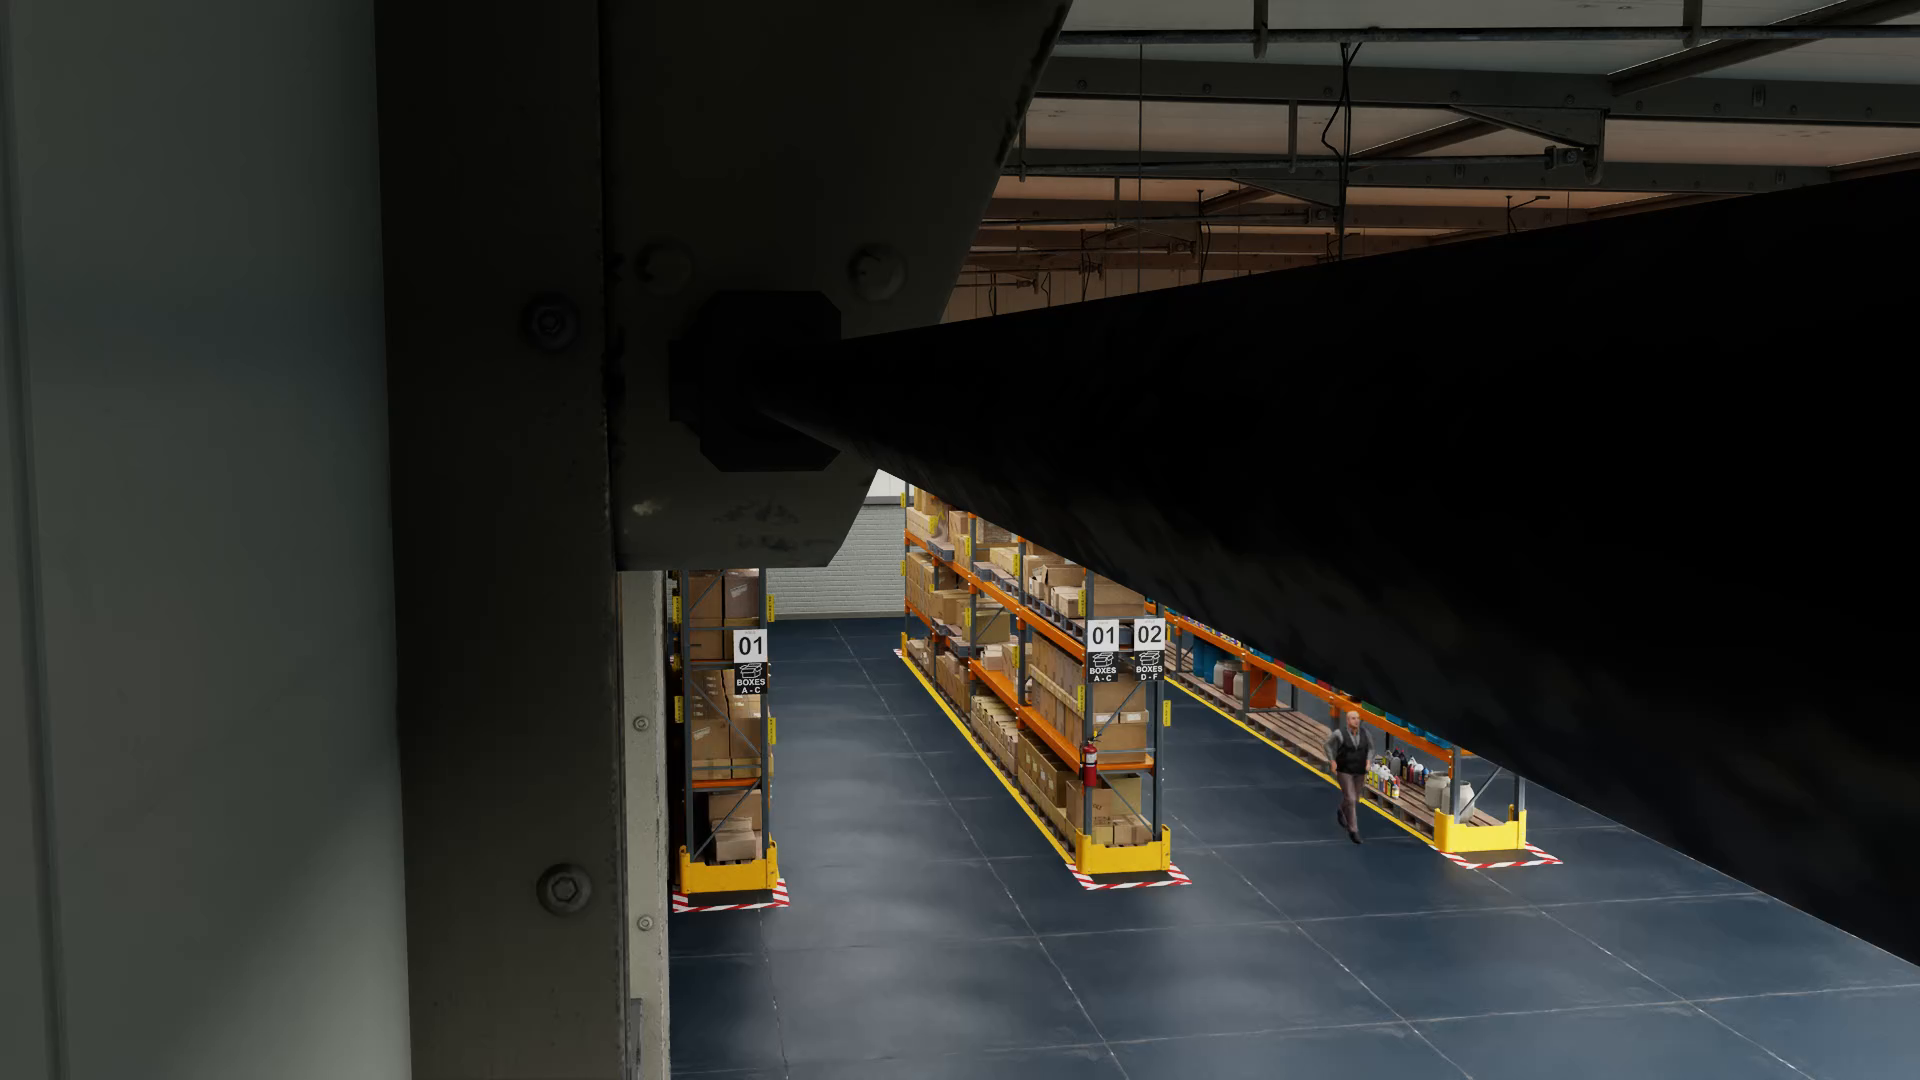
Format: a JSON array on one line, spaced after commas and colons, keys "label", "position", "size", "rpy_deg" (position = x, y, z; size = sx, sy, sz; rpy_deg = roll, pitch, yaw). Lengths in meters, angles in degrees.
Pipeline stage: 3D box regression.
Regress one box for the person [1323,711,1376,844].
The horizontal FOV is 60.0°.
[{"label": "person", "position": [5.271, 3.144, 22.425], "size": [0.670, 1.723, 0.933], "rpy_deg": [-1, 6, -11]}]
